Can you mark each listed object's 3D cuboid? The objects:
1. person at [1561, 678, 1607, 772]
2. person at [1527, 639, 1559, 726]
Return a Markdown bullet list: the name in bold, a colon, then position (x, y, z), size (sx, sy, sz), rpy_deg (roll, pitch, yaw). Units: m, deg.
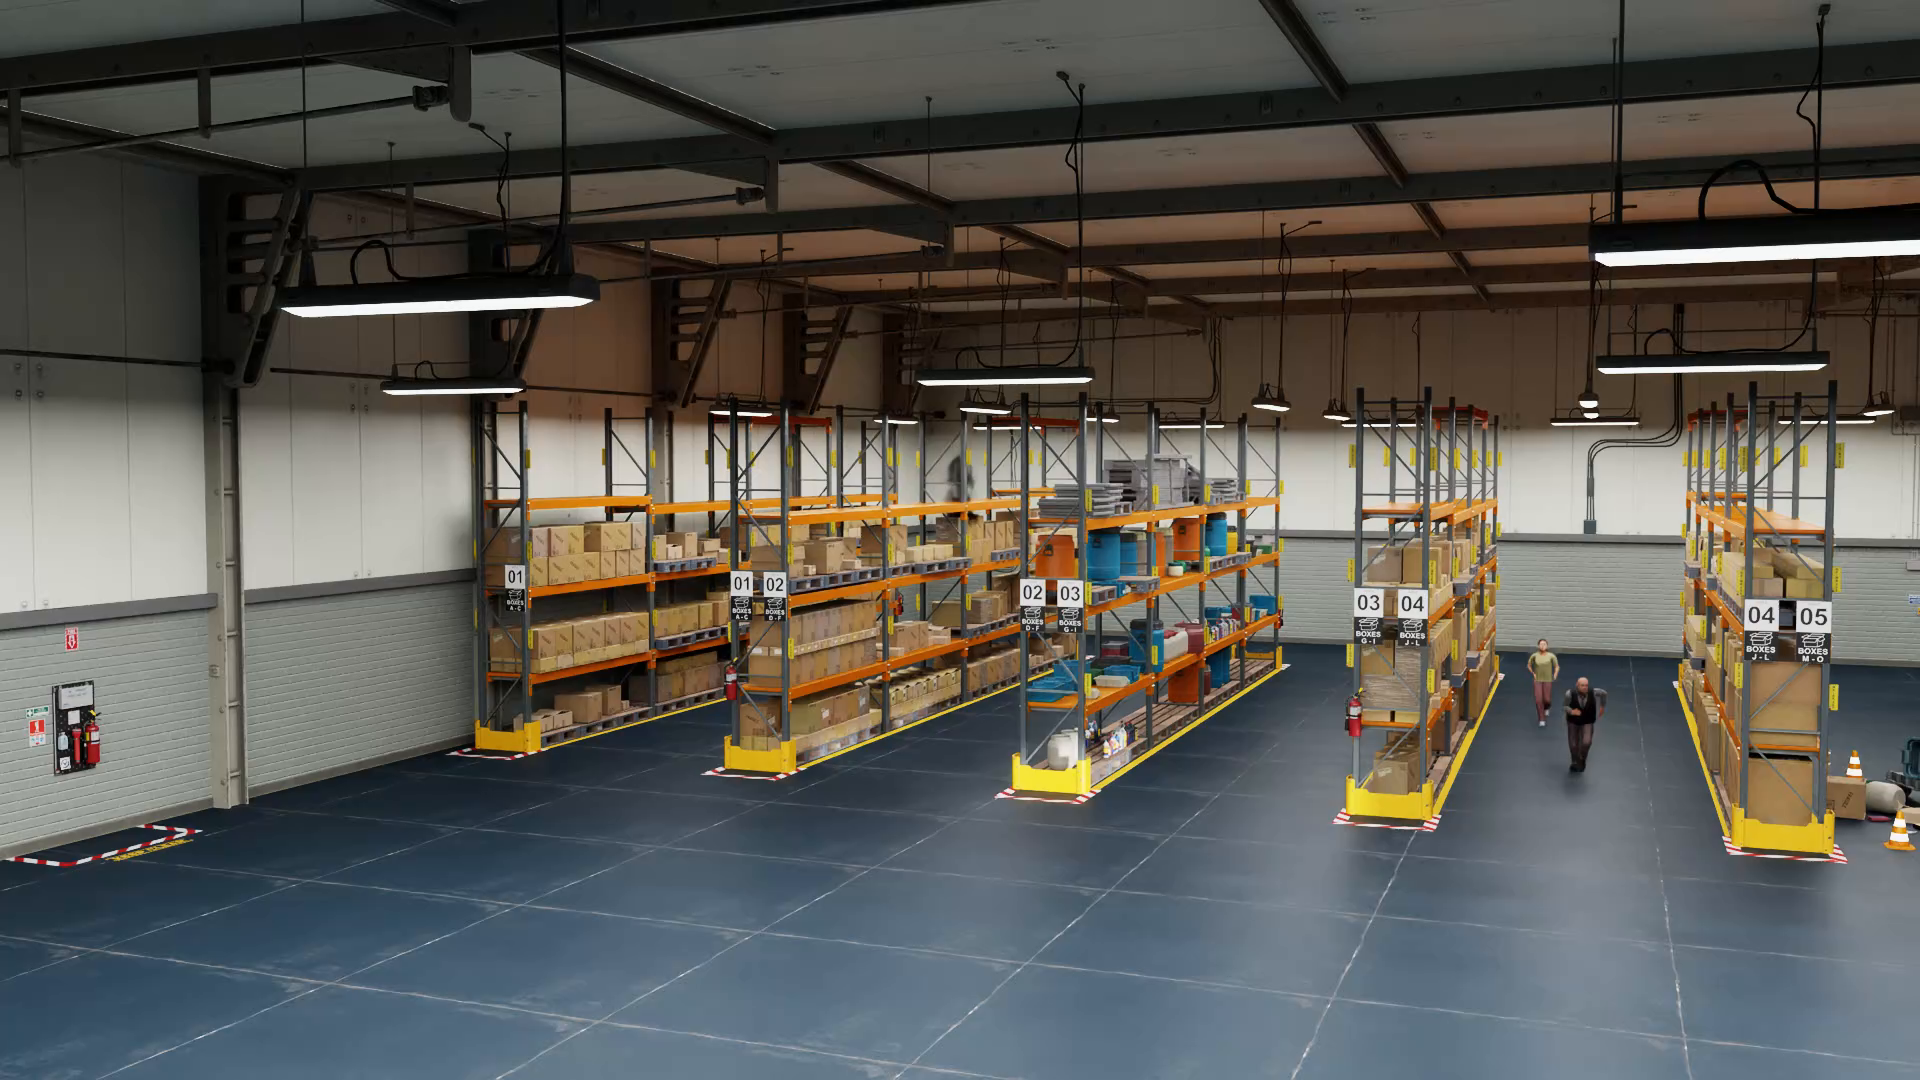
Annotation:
- **person**: position (9.905, 2.925, 26.413), size (0.691, 1.552, 0.926), rpy_deg (1, 3, 15)
- **person**: position (10.987, 2.672, 31.355), size (0.582, 1.630, 0.566), rpy_deg (1, 3, 21)
